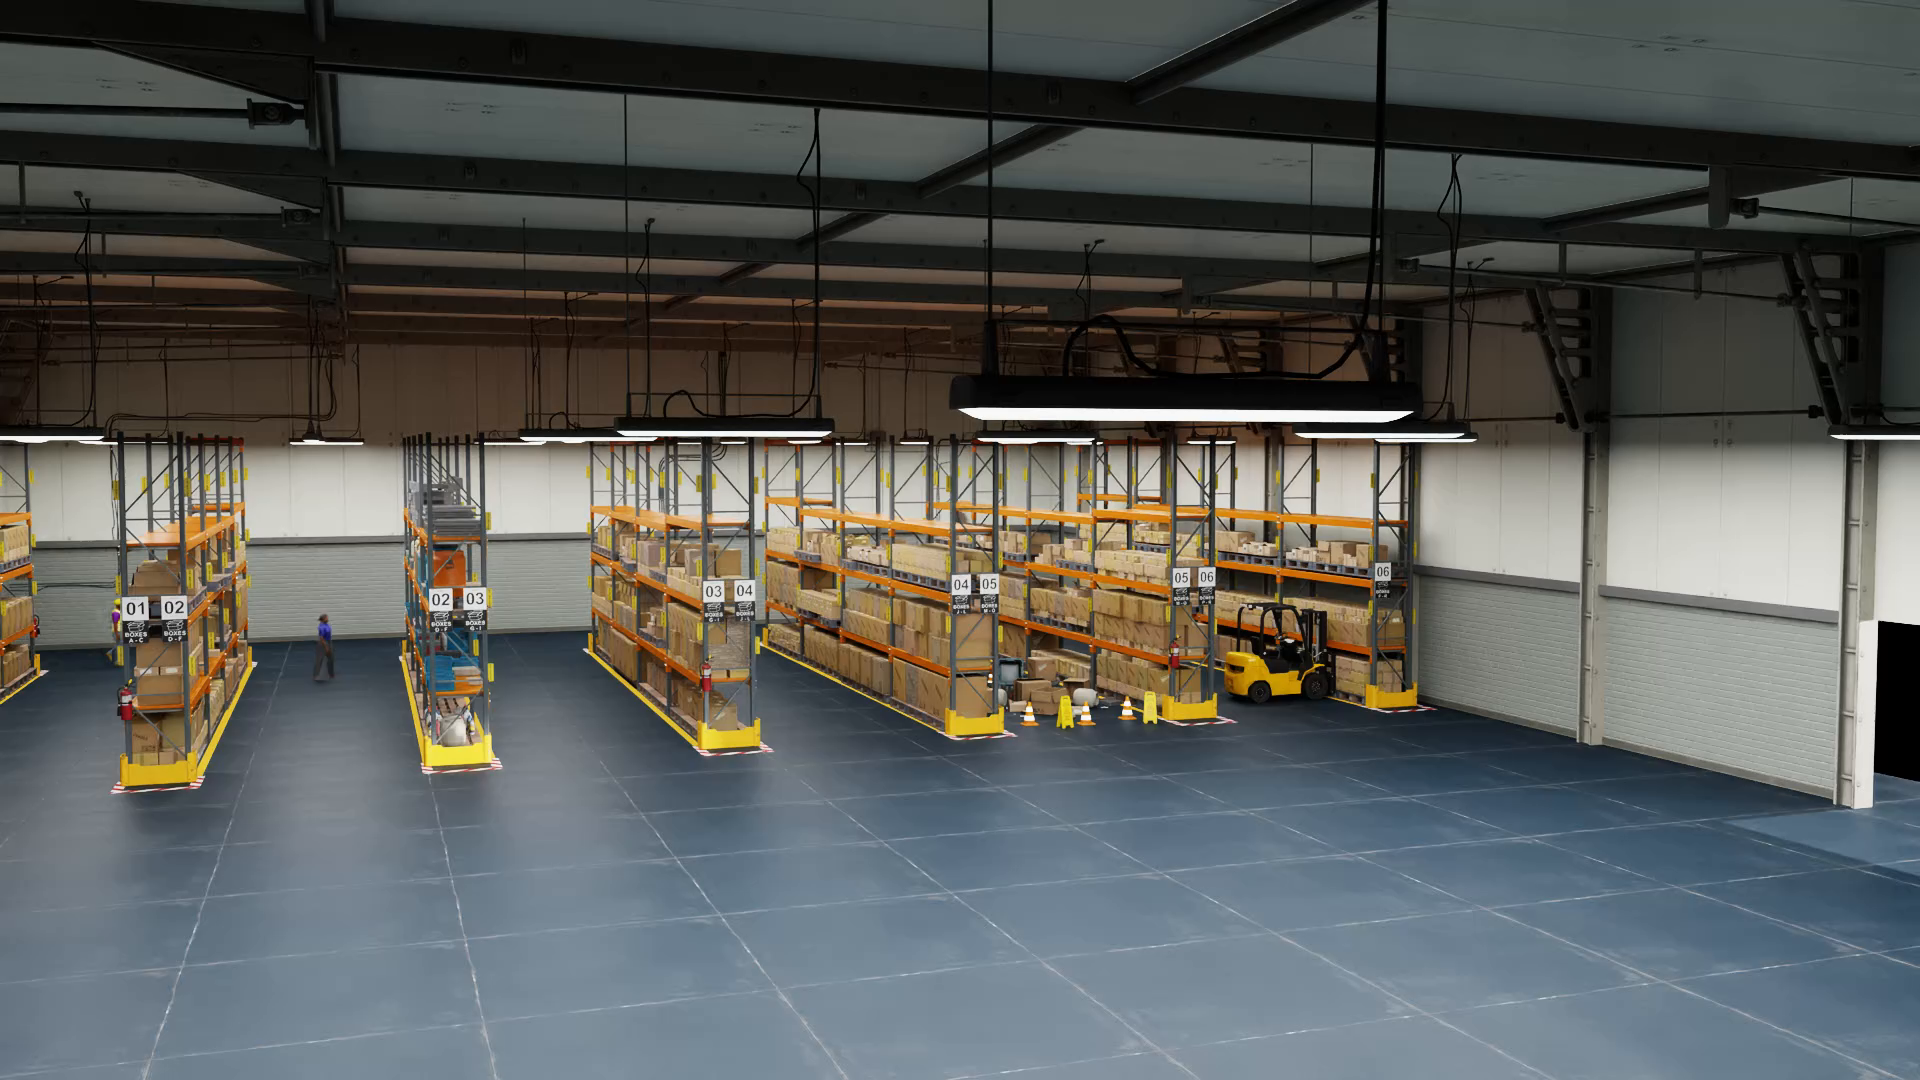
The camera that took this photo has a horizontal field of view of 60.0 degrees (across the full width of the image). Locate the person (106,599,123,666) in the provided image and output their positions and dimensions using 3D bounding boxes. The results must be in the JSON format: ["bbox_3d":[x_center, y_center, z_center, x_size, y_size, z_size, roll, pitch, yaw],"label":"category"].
[{"bbox_3d":[-22.105,2.415,43.532,0.539,1.755,0.652,-1,3,-18],"label":"person"}]

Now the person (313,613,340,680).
[{"bbox_3d":[-15.694,2.681,41.138,0.502,1.623,0.633,0,3,8],"label":"person"}]
